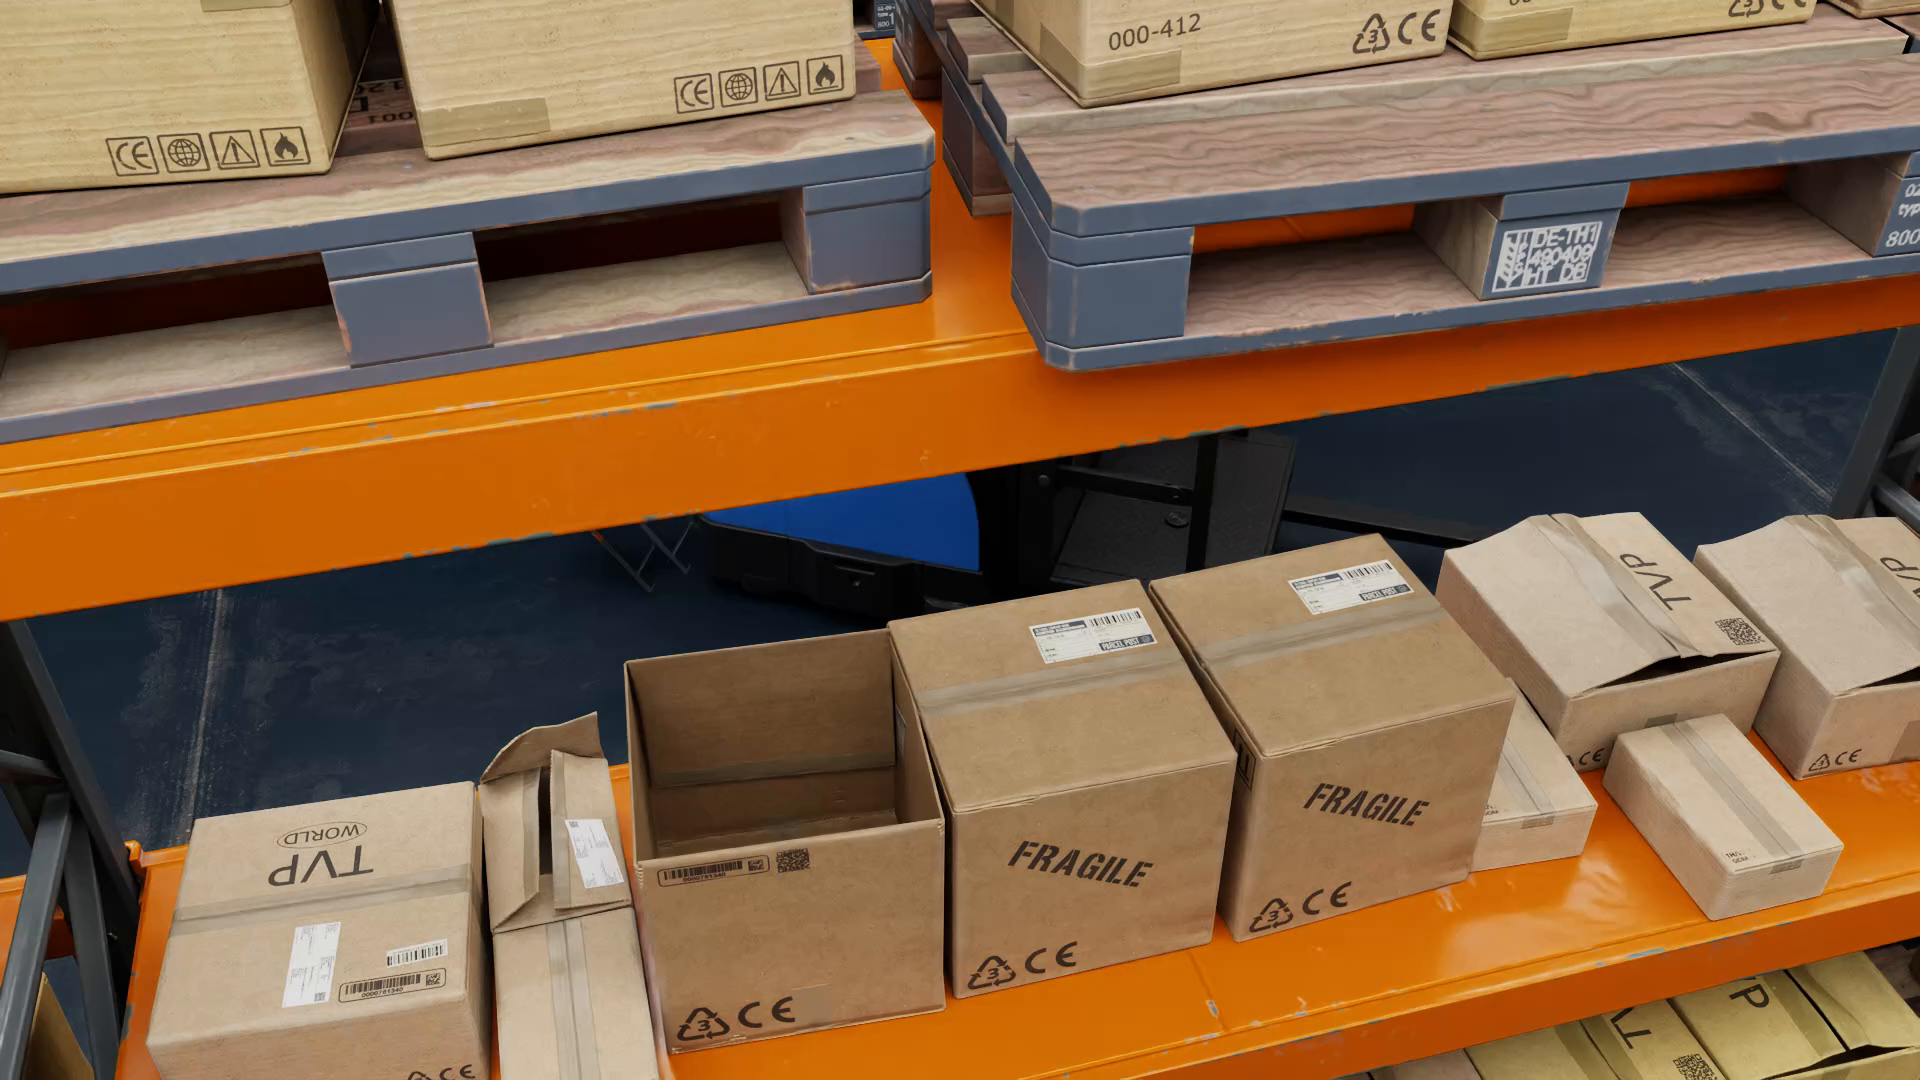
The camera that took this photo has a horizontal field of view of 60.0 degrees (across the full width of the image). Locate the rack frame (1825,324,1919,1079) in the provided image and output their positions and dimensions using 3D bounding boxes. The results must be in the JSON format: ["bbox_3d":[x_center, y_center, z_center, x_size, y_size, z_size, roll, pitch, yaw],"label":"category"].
[{"bbox_3d":[2.291,0.134,3.605,0.127,3.000,1.000,-9,38,-12],"label":"rack frame"}]

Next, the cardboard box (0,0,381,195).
[{"bbox_3d":[-0.973,-0.623,1.904,0.500,0.250,0.500,-6,38,-7],"label":"cardboard box"}]

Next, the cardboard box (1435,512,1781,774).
[{"bbox_3d":[1.377,0.198,3.596,0.500,0.311,0.500,-10,38,-12],"label":"cardboard box"}]

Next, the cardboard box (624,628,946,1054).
[{"bbox_3d":[-0.316,0.533,3.002,0.500,0.500,0.500,-7,38,-9],"label":"cardboard box"}]

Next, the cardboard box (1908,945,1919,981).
[{"bbox_3d":[2.805,1.048,4.106,0.500,0.500,0.500,-8,38,-10],"label":"cardboard box"}]

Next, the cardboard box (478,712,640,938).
[{"bbox_3d":[-0.770,0.574,3.141,0.258,0.266,0.396,-10,39,-13],"label":"cardboard box"}]

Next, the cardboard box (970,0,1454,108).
[{"bbox_3d":[0.291,-0.797,2.133,0.500,0.250,0.500,-12,39,-16],"label":"cardboard box"}]

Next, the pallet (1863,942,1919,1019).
[{"bbox_3d":[3.022,1.146,4.578,1.213,0.211,1.003,-9,38,-12],"label":"pallet"}]

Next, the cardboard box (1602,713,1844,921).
[{"bbox_3d":[1.495,0.539,3.284,0.250,0.149,0.380,-9,38,-12],"label":"cardboard box"}]

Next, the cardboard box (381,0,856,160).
[{"bbox_3d":[-0.444,-0.711,2.020,0.500,0.250,0.500,-13,39,-16],"label":"cardboard box"}]

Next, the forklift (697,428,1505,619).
[{"bbox_3d":[0.645,-1.029,5.182,3.031,2.935,1.130,10,39,13],"label":"forklift"}]

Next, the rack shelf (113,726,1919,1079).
[{"bbox_3d":[0.360,0.737,3.410,4.000,0.370,1.077,-9,38,-12],"label":"rack shelf"}]

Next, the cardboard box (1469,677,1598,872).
[{"bbox_3d":[1.075,0.469,3.374,0.250,0.149,0.380,-7,38,-9],"label":"cardboard box"}]

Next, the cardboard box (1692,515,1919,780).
[{"bbox_3d":[1.929,0.202,3.591,0.500,0.311,0.500,-7,38,-9],"label":"cardboard box"}]

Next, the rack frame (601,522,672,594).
[{"bbox_3d":[-1.446,-0.302,5.852,0.006,1.200,0.240,-26,26,30],"label":"rack frame"}]

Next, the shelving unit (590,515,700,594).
[{"bbox_3d":[-1.374,-0.337,5.806,0.189,1.200,0.258,-26,26,30],"label":"shelving unit"}]

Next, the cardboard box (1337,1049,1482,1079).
[{"bbox_3d":[0.862,1.229,3.631,0.500,0.311,0.500,-10,38,-12],"label":"cardboard box"}]

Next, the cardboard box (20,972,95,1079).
[{"bbox_3d":[-2.100,1.285,3.401,0.500,0.500,0.500,-9,38,-12],"label":"cardboard box"}]

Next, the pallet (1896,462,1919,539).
[{"bbox_3d":[2.927,0.062,3.858,1.003,0.211,1.213,-9,38,-12],"label":"pallet"}]

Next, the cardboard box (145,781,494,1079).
[{"bbox_3d":[-1.107,0.724,2.958,0.500,0.250,0.500,-7,38,-9],"label":"cardboard box"}]

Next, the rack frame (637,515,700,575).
[{"bbox_3d":[-1.303,-0.372,5.761,0.006,1.200,0.240,-26,26,30],"label":"rack frame"}]

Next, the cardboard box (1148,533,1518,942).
[{"bbox_3d":[0.676,0.370,3.215,0.500,0.500,0.500,-11,39,-14],"label":"cardboard box"}]

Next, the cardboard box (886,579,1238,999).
[{"bbox_3d":[0.167,0.453,3.106,0.500,0.500,0.500,-9,38,-12],"label":"cardboard box"}]

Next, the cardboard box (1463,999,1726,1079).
[{"bbox_3d":[1.350,1.151,3.733,0.500,0.311,0.500,-10,39,-13],"label":"cardboard box"}]

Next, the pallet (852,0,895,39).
[{"bbox_3d":[-0.904,-2.357,7.020,1.213,0.211,1.003,-9,38,-12],"label":"pallet"}]

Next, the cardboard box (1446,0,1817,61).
[{"bbox_3d":[0.811,-0.882,2.243,0.500,0.250,0.500,-10,39,-13],"label":"cardboard box"}]

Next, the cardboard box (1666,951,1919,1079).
[{"bbox_3d":[1.850,1.064,3.846,0.500,0.311,0.500,-8,38,-11],"label":"cardboard box"}]

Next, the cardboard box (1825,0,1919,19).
[{"bbox_3d":[1.367,-0.966,2.353,0.500,0.250,0.500,-8,38,-11],"label":"cardboard box"}]

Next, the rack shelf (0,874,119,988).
[{"bbox_3d":[-3.501,1.371,2.582,4.000,0.370,1.077,-9,38,-12],"label":"rack shelf"}]

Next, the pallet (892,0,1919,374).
[{"bbox_3d":[0.580,-0.643,2.308,1.213,0.211,1.003,-8,38,-10],"label":"pallet"}]

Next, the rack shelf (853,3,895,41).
[{"bbox_3d":[-0.935,-2.168,7.208,4.000,0.370,1.077,-9,38,-12],"label":"rack shelf"}]

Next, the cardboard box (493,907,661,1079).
[{"bbox_3d":[-0.662,0.847,2.880,0.250,0.149,0.380,-9,38,-12],"label":"cardboard box"}]

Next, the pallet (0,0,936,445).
[{"bbox_3d":[-0.722,-0.495,2.116,1.217,0.209,0.805,-11,39,-14],"label":"pallet"}]

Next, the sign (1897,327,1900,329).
[{"bbox_3d":[2.141,-0.611,3.692,0.005,0.325,0.100,-9,38,-12],"label":"sign"}]

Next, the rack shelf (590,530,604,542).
[{"bbox_3d":[-1.206,-0.135,5.916,0.180,0.103,0.258,-26,26,30],"label":"rack shelf"}]
